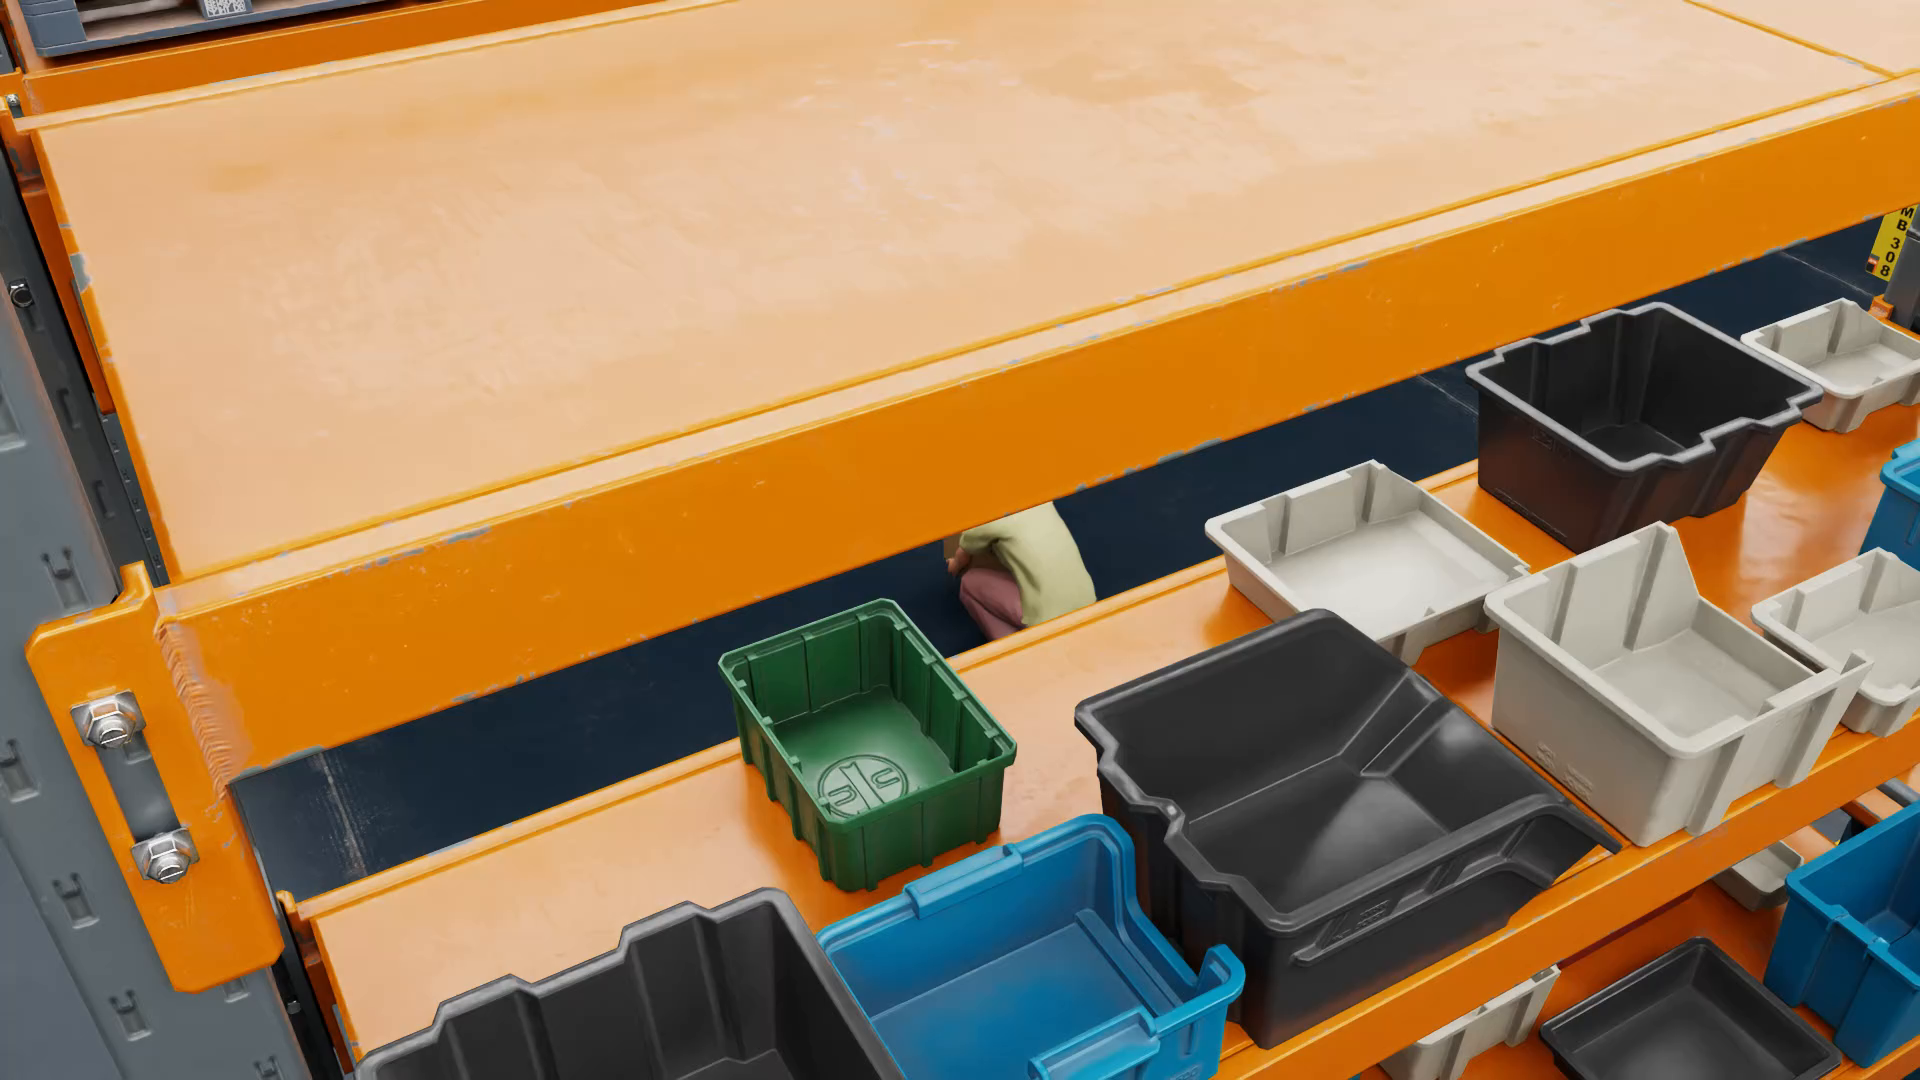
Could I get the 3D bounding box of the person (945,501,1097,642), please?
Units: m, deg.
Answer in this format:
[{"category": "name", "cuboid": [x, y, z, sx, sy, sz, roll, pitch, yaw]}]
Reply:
[{"category": "person", "cuboid": [0.250, 0.072, 7.178, 0.474, 0.937, 0.816, -20, 41, -24]}]
